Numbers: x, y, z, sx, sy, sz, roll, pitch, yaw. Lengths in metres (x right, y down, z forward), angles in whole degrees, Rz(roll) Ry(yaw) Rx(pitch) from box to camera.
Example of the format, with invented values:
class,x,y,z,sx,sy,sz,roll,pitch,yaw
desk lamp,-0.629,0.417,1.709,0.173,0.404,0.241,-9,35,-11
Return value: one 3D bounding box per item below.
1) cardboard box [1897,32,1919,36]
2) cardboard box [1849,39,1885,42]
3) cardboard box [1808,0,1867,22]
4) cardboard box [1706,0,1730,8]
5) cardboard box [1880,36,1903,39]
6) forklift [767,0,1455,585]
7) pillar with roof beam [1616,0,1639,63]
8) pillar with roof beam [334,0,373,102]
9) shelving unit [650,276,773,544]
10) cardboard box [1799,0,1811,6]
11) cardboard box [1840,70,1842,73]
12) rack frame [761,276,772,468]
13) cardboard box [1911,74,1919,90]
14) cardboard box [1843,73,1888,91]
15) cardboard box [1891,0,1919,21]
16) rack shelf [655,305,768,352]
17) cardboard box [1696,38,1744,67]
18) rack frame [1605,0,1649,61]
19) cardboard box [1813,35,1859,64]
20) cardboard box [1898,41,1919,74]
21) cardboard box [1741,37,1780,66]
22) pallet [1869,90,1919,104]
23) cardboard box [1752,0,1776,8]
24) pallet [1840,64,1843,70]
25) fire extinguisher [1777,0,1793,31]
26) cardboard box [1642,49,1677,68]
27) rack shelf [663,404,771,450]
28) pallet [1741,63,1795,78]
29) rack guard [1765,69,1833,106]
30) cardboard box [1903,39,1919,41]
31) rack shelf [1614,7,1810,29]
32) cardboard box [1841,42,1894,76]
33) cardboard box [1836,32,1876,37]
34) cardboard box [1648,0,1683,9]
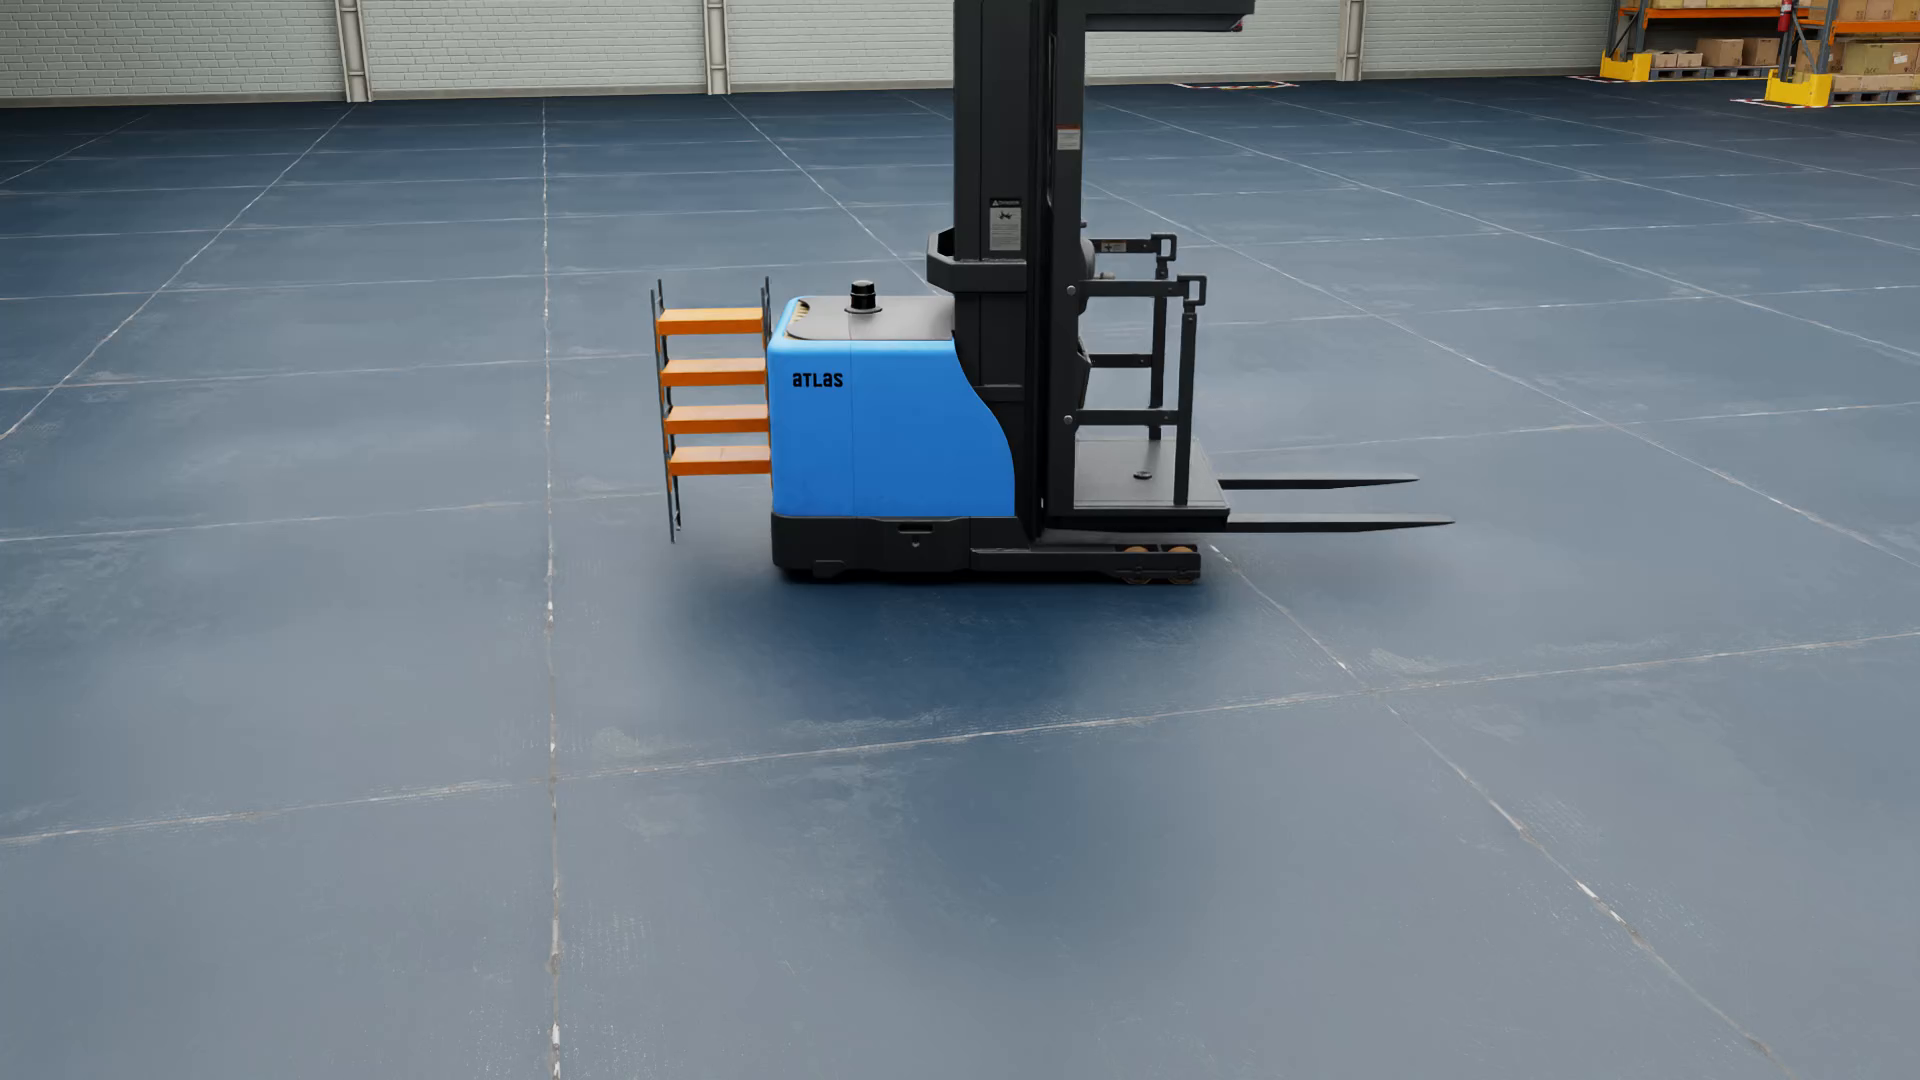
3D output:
class,x,y,z,sx,sy,sz,roll,pitch,yaw
cardboard box,18.816,-10.223,33.266,0.500,0.250,0.500,-5,21,-13
cardboard box,15.355,-8.172,28.061,0.500,0.500,0.500,-5,21,-12
cardboard box,14.389,-8.768,27.244,0.500,0.500,0.700,-5,21,-12
cardboard box,14.335,-10.302,31.765,0.500,0.250,0.500,-5,21,-13
cardboard box,18.390,-9.844,33.321,0.500,0.500,0.700,-4,21,-12
forklift,0.687,-1.362,7.270,3.031,2.935,1.130,0,20,0
pillar with roof beam,14.261,-12.067,27.673,0.400,9.000,9.100,-5,21,-12
pillar with roof beam,-9.095,-10.167,22.488,0.400,9.000,9.100,-5,21,-12
shelving unit,-1.110,-0.592,7.674,0.503,1.200,0.258,-1,20,-1
cardboard box,16.289,-10.463,32.205,0.500,0.250,0.500,-5,21,-12
cardboard box,14.869,-7.779,28.077,0.500,0.250,0.500,-5,21,-12
rack frame,-0.866,-0.598,7.677,0.015,1.200,0.240,-1,20,-1
cardboard box,15.965,-7.680,27.807,0.500,0.250,0.500,-5,21,-12
cardboard box,14.990,-7.603,27.596,0.500,0.250,0.500,-5,21,-12
cardboard box,15.383,-8.848,27.463,0.500,0.500,0.700,-5,21,-12
rack shelf,-1.117,-0.961,7.539,0.480,0.148,0.258,-1,20,-1
cardboard box,14.762,-9.490,32.355,0.500,0.500,0.700,-6,21,-16
rack frame,12.788,-10.346,31.697,0.127,3.000,1.000,-5,21,-12
cardboard box,17.393,-9.759,33.090,0.500,0.500,0.700,-4,20,-11
cardboard box,15.965,-8.032,27.678,0.500,0.500,0.500,-5,21,-12
cardboard box,15.680,-9.600,32.655,0.500,0.500,0.500,-6,21,-17
pallet,15.851,-7.549,28.115,1.213,0.211,1.003,-5,21,-12
cardboard box,15.317,-10.381,31.982,0.500,0.250,0.500,-5,21,-13
pallet,17.438,-9.415,33.211,1.213,0.211,1.003,-5,21,-12
fire extinguisher,13.709,-8.798,27.584,0.183,0.674,0.296,-5,21,-12
cardboard box,13.482,-9.315,32.151,0.500,0.311,0.500,-7,21,-19
rack shelf,-1.109,-0.529,7.697,0.480,0.148,0.258,-1,20,-1
pallet,16.035,-9.288,32.864,1.213,0.211,1.003,-5,21,-12
rack guard,13.908,-7.513,27.596,0.348,0.500,1.175,-5,21,-12
cardboard box,16.328,-8.252,28.277,0.500,0.500,0.500,-5,21,-12
rack shelf,14.734,-10.167,32.253,4.000,0.370,1.077,-5,21,-12
cardboard box,14.991,-7.955,27.466,0.500,0.500,0.500,-5,21,-12
cardboard box,17.821,-10.147,33.059,0.500,0.250,0.500,-5,21,-14
cardboard box,13.336,-10.217,31.535,0.500,0.250,0.500,-5,21,-14
